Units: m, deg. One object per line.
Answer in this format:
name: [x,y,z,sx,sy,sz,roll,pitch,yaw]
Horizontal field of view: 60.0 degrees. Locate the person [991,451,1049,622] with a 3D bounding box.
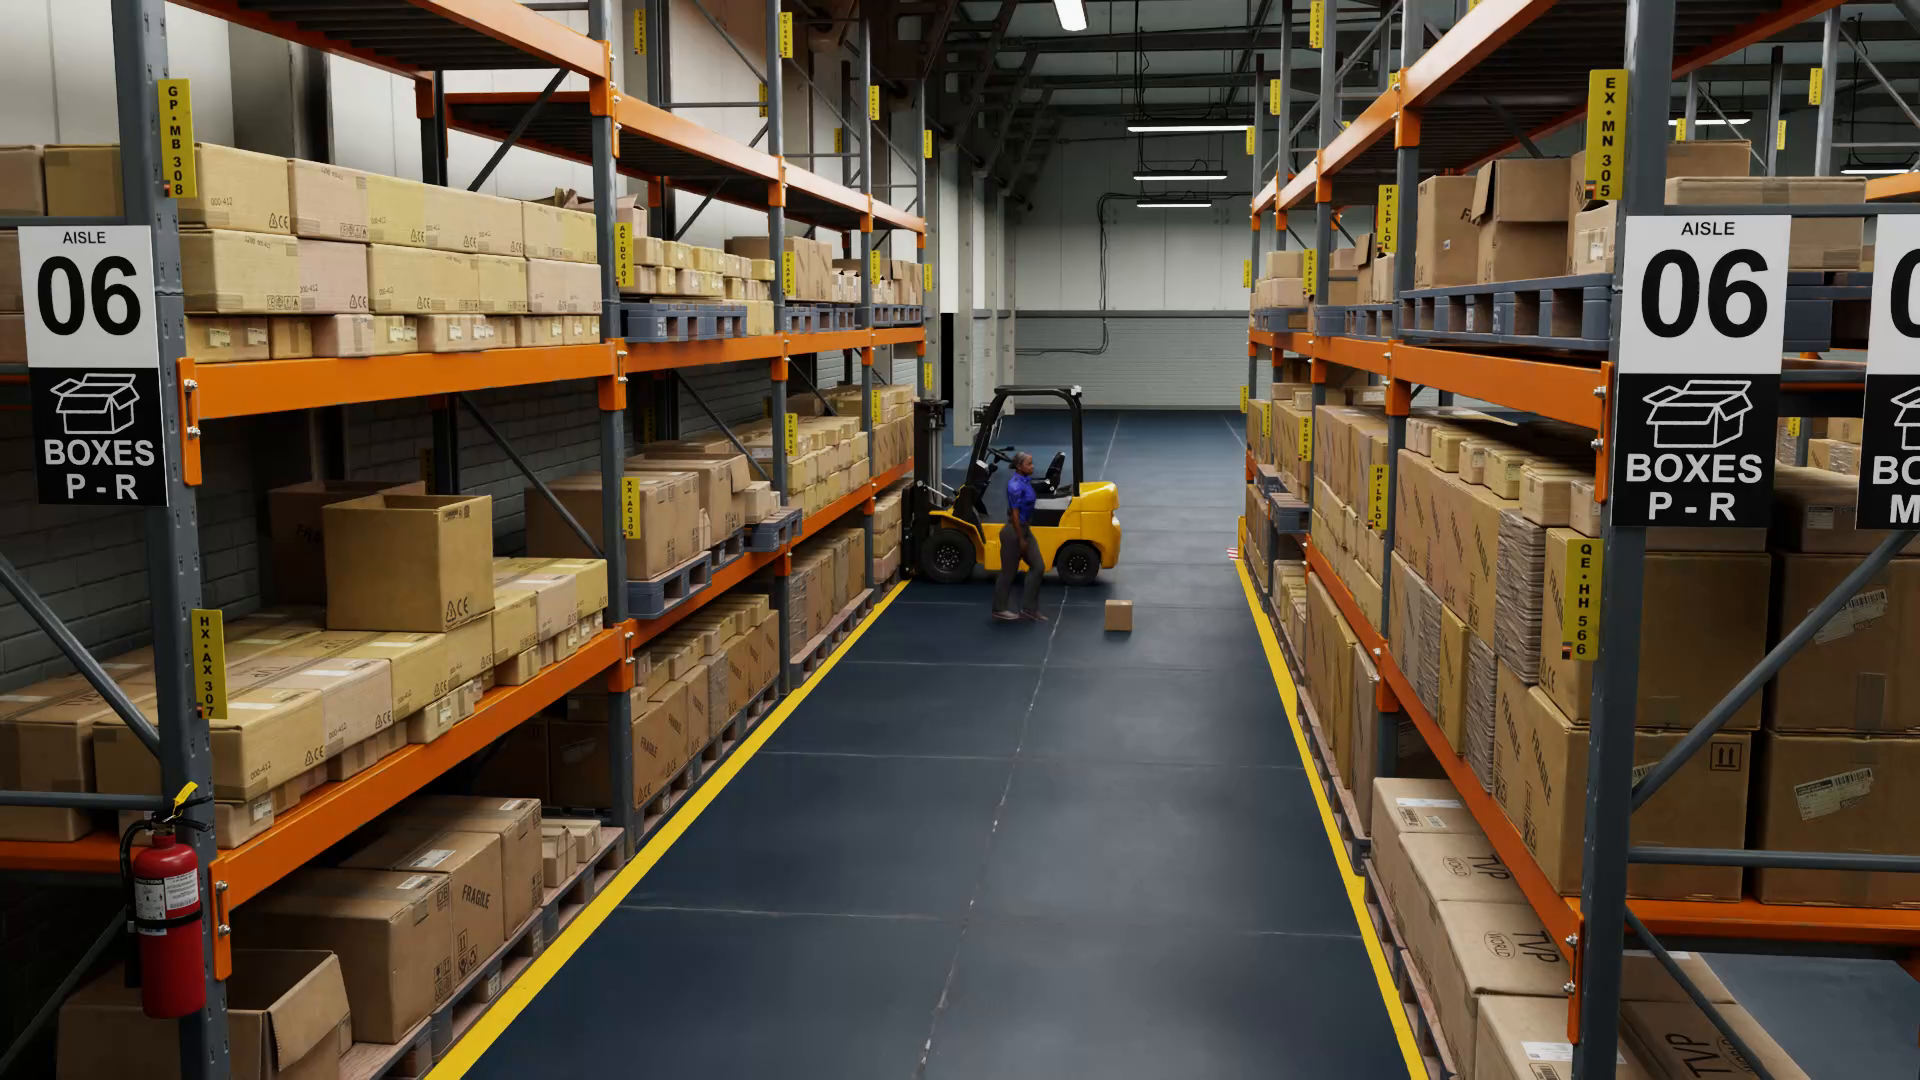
person: [0.554,-0.015,15.970,0.530,1.694,0.465,3,8,20]
